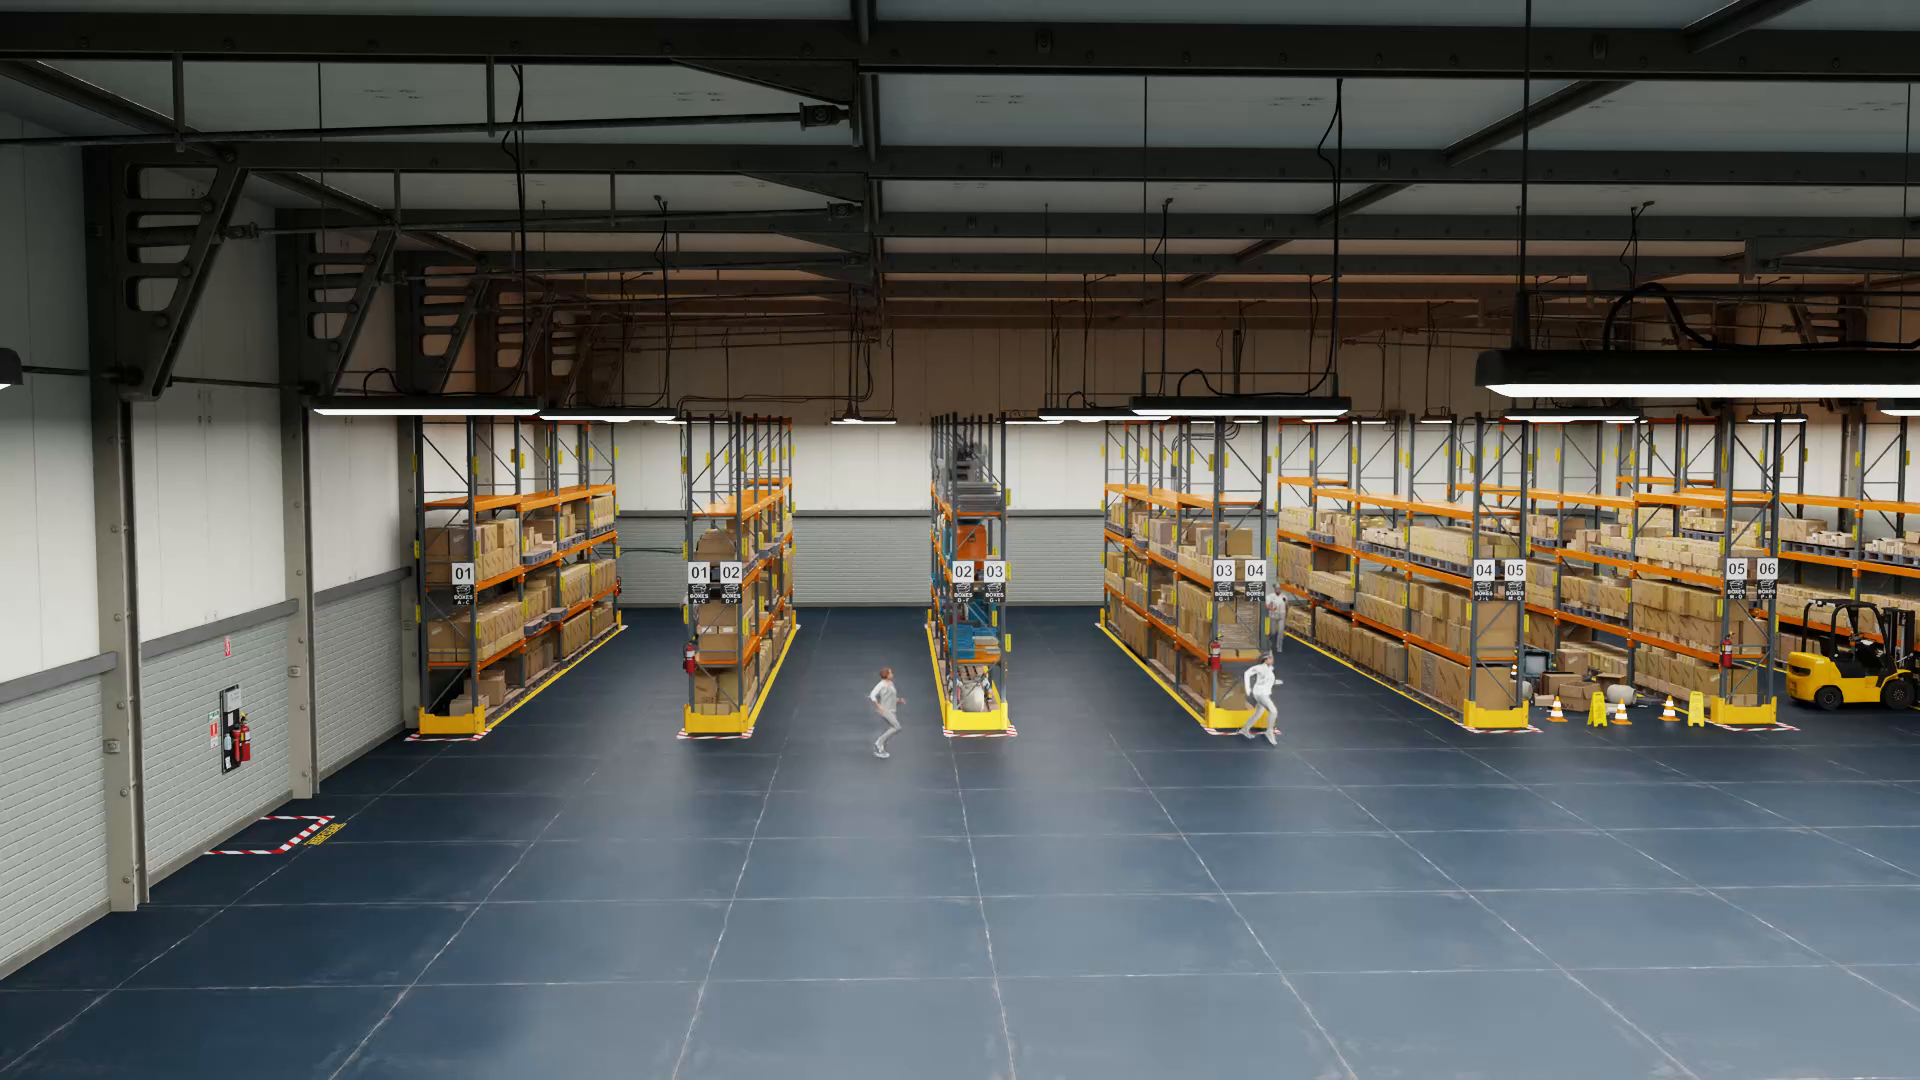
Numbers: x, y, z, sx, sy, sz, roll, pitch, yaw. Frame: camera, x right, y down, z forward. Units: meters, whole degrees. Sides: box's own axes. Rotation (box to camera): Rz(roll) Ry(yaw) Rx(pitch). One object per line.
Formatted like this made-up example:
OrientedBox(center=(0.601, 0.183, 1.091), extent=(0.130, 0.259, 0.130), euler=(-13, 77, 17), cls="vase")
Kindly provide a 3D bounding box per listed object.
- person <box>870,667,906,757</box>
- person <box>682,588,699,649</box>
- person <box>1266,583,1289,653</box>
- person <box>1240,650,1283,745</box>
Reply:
OrientedBox(center=(-1.226, 2.975, 28.719), extent=(0.591, 1.561, 0.525), euler=(1, 4, 18), cls="person")
OrientedBox(center=(-6.791, 2.017, 42.306), extent=(0.600, 1.689, 0.915), euler=(0, 4, 2), cls="person")
OrientedBox(center=(8.070, 1.958, 42.375), extent=(0.676, 1.749, 0.817), euler=(0, 4, -6), cls="person")
OrientedBox(center=(5.448, 2.837, 30.117), extent=(0.822, 1.719, 0.636), euler=(3, 5, 38), cls="person")
